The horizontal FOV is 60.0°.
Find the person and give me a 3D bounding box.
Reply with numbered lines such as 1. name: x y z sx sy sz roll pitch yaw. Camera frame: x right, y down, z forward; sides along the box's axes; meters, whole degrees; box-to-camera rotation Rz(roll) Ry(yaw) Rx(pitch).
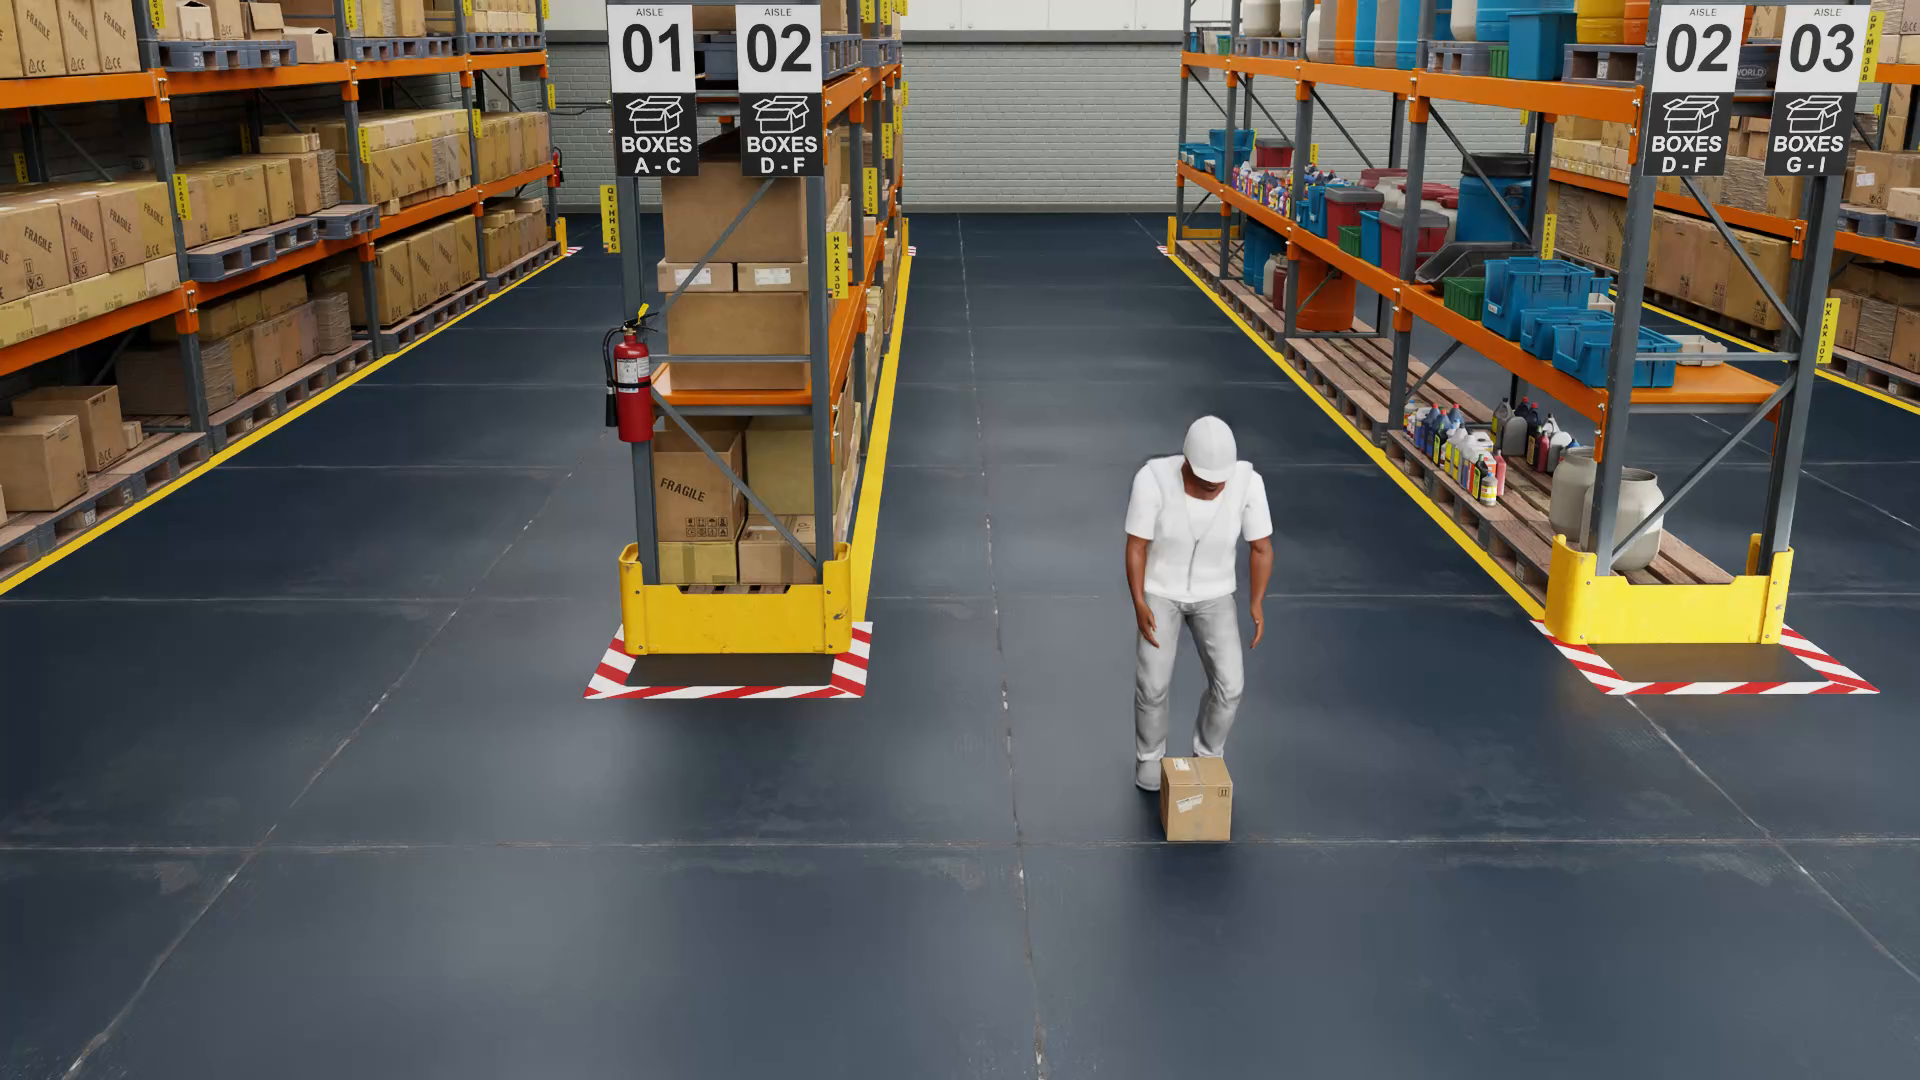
1. person: 0.982 0.251 6.916 0.613 1.633 0.576 0 17 0
